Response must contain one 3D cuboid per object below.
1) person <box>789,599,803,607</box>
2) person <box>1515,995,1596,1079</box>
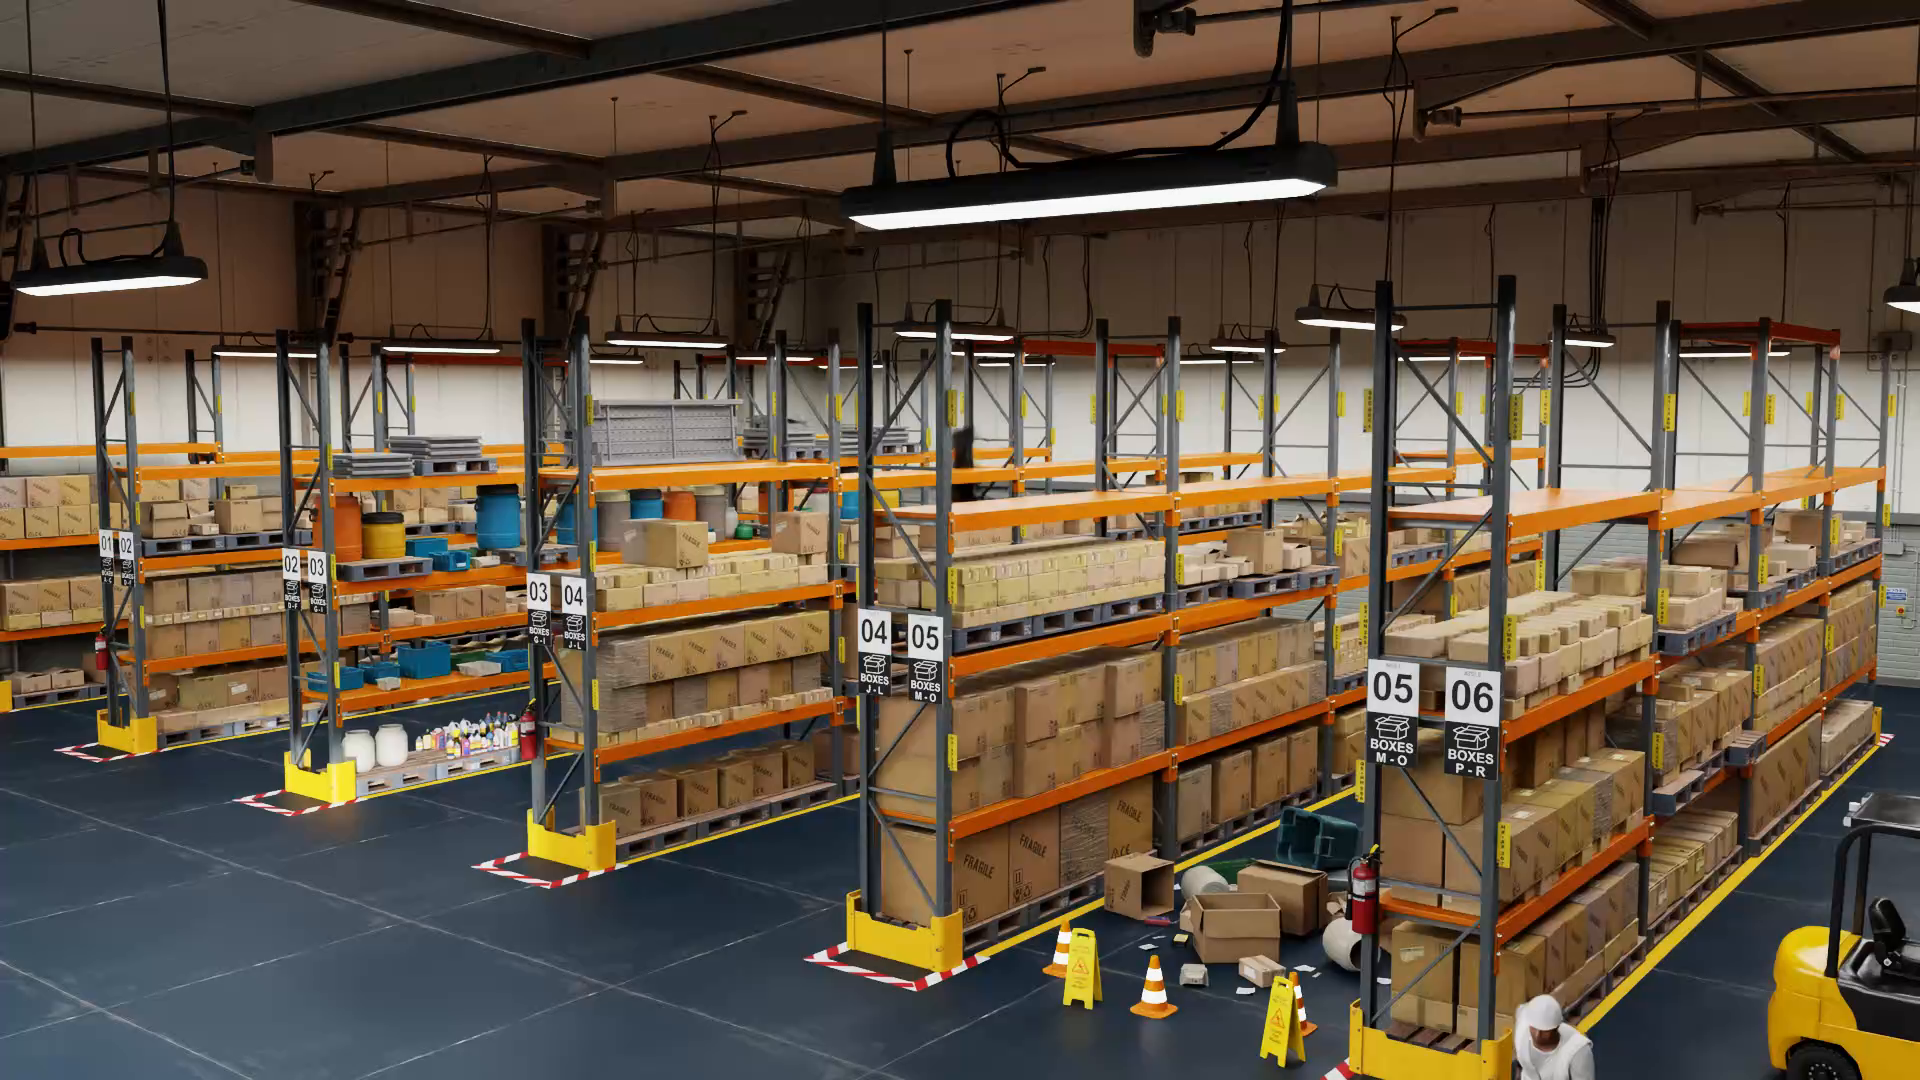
[{"bbox_3d":[-3.130,1.464,33.307,0.671,1.596,0.897,1,5,16],"label":"person"},{"bbox_3d":[3.668,3.487,10.333,0.673,1.539,1.022,4,7,42],"label":"person"}]
